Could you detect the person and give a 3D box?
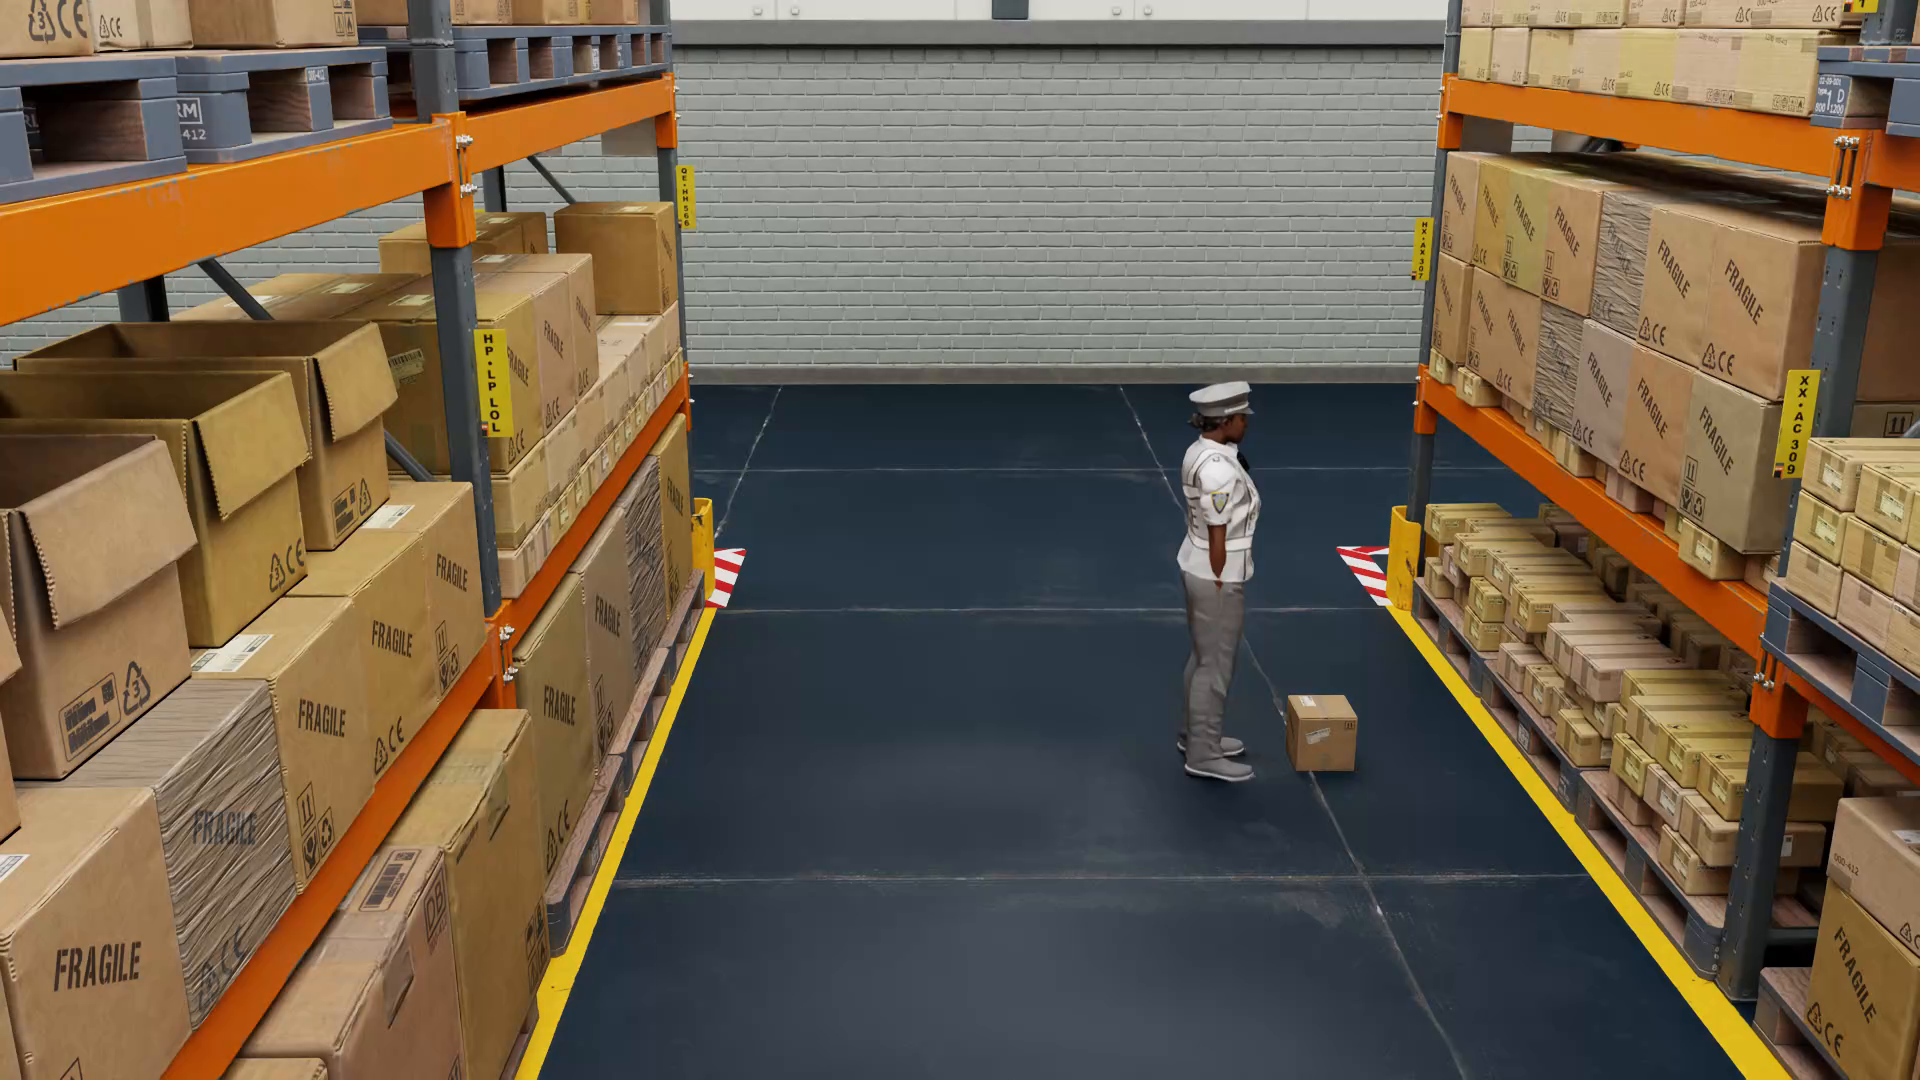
[{"bbox_3d":[1.086,0.163,7.014,0.338,1.684,0.442,0,17,0],"label":"person"}]
